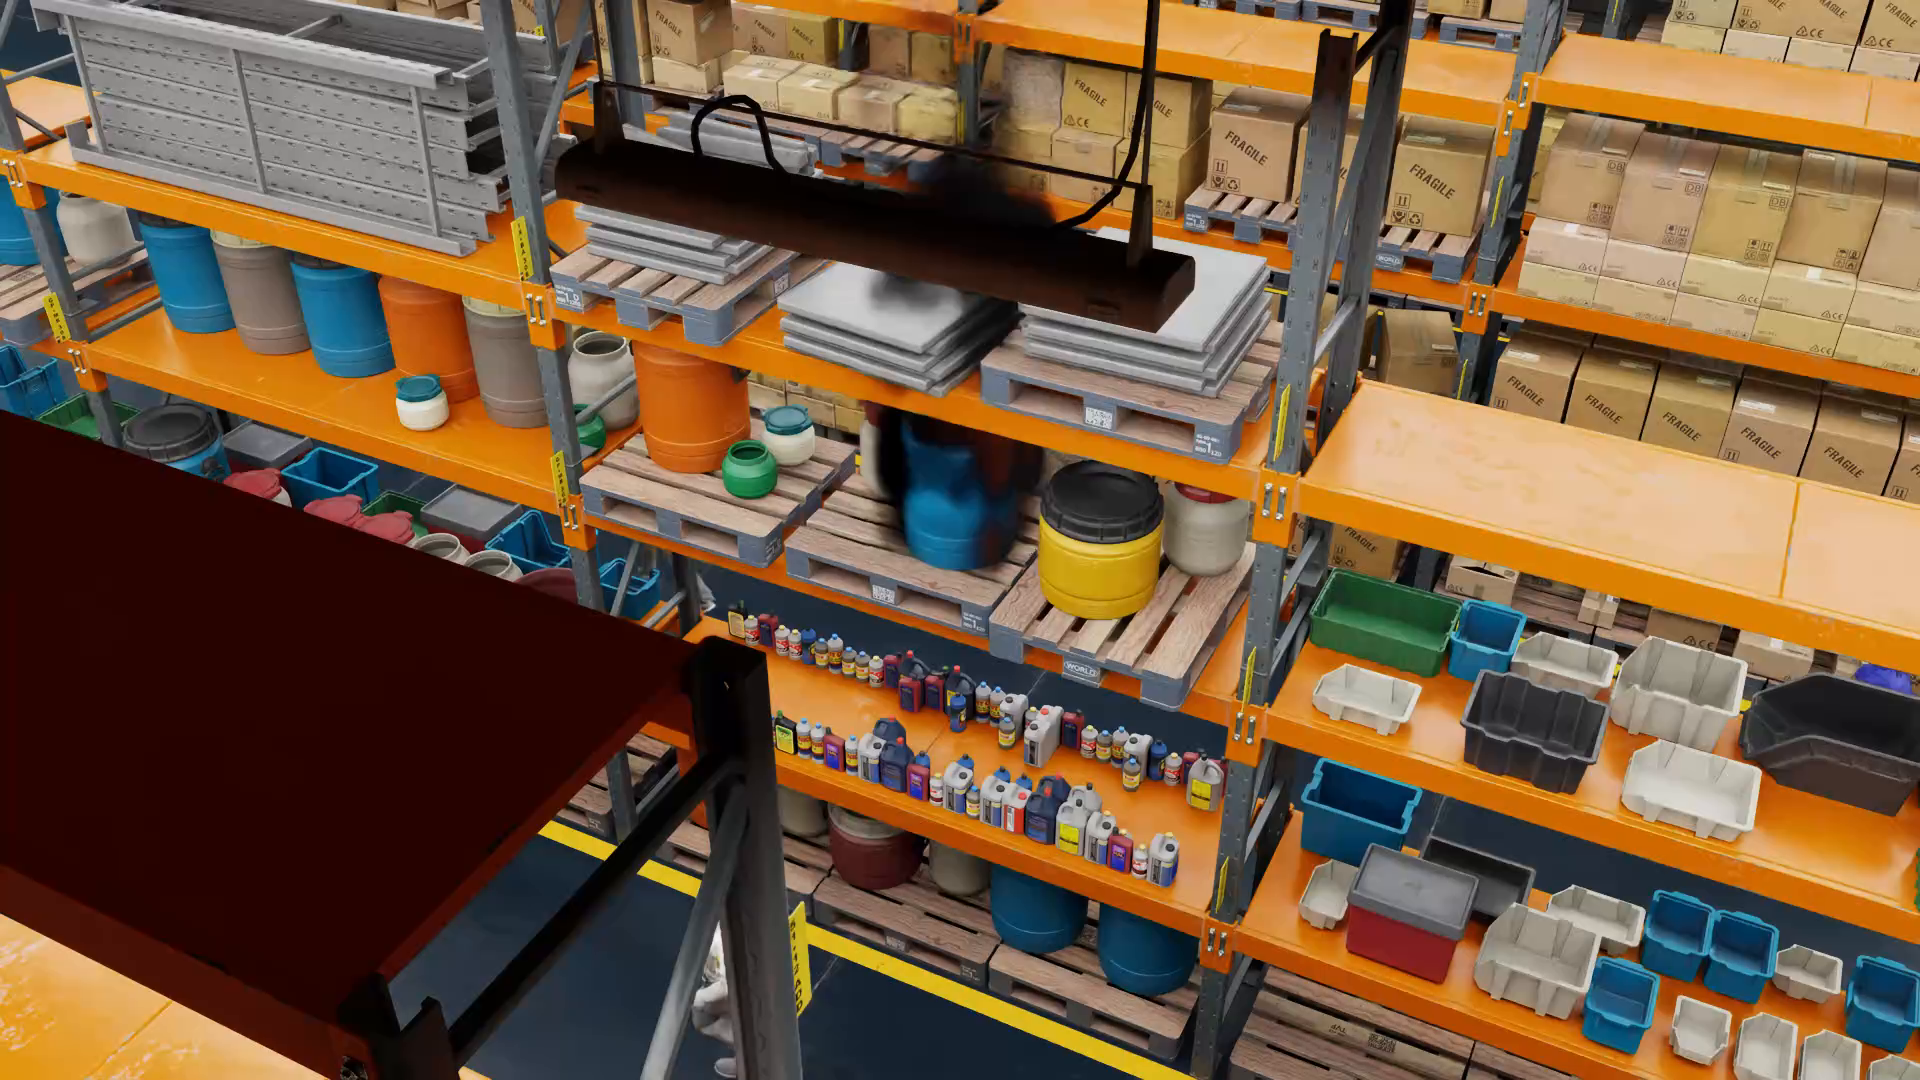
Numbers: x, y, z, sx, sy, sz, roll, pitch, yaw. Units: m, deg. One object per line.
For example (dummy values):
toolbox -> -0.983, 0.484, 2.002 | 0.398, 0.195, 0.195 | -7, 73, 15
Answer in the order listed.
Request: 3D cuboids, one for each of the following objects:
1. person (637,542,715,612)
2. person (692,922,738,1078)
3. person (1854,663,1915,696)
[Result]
person -> -2.201, -0.166, 12.407 | 0.841, 1.590, 0.566 | 15, 38, 20
person -> -1.204, 2.299, 8.789 | 0.514, 1.660, 0.616 | 12, 37, 17
person -> 5.788, 1.212, 10.750 | 0.529, 1.617, 0.569 | 13, 37, 18
